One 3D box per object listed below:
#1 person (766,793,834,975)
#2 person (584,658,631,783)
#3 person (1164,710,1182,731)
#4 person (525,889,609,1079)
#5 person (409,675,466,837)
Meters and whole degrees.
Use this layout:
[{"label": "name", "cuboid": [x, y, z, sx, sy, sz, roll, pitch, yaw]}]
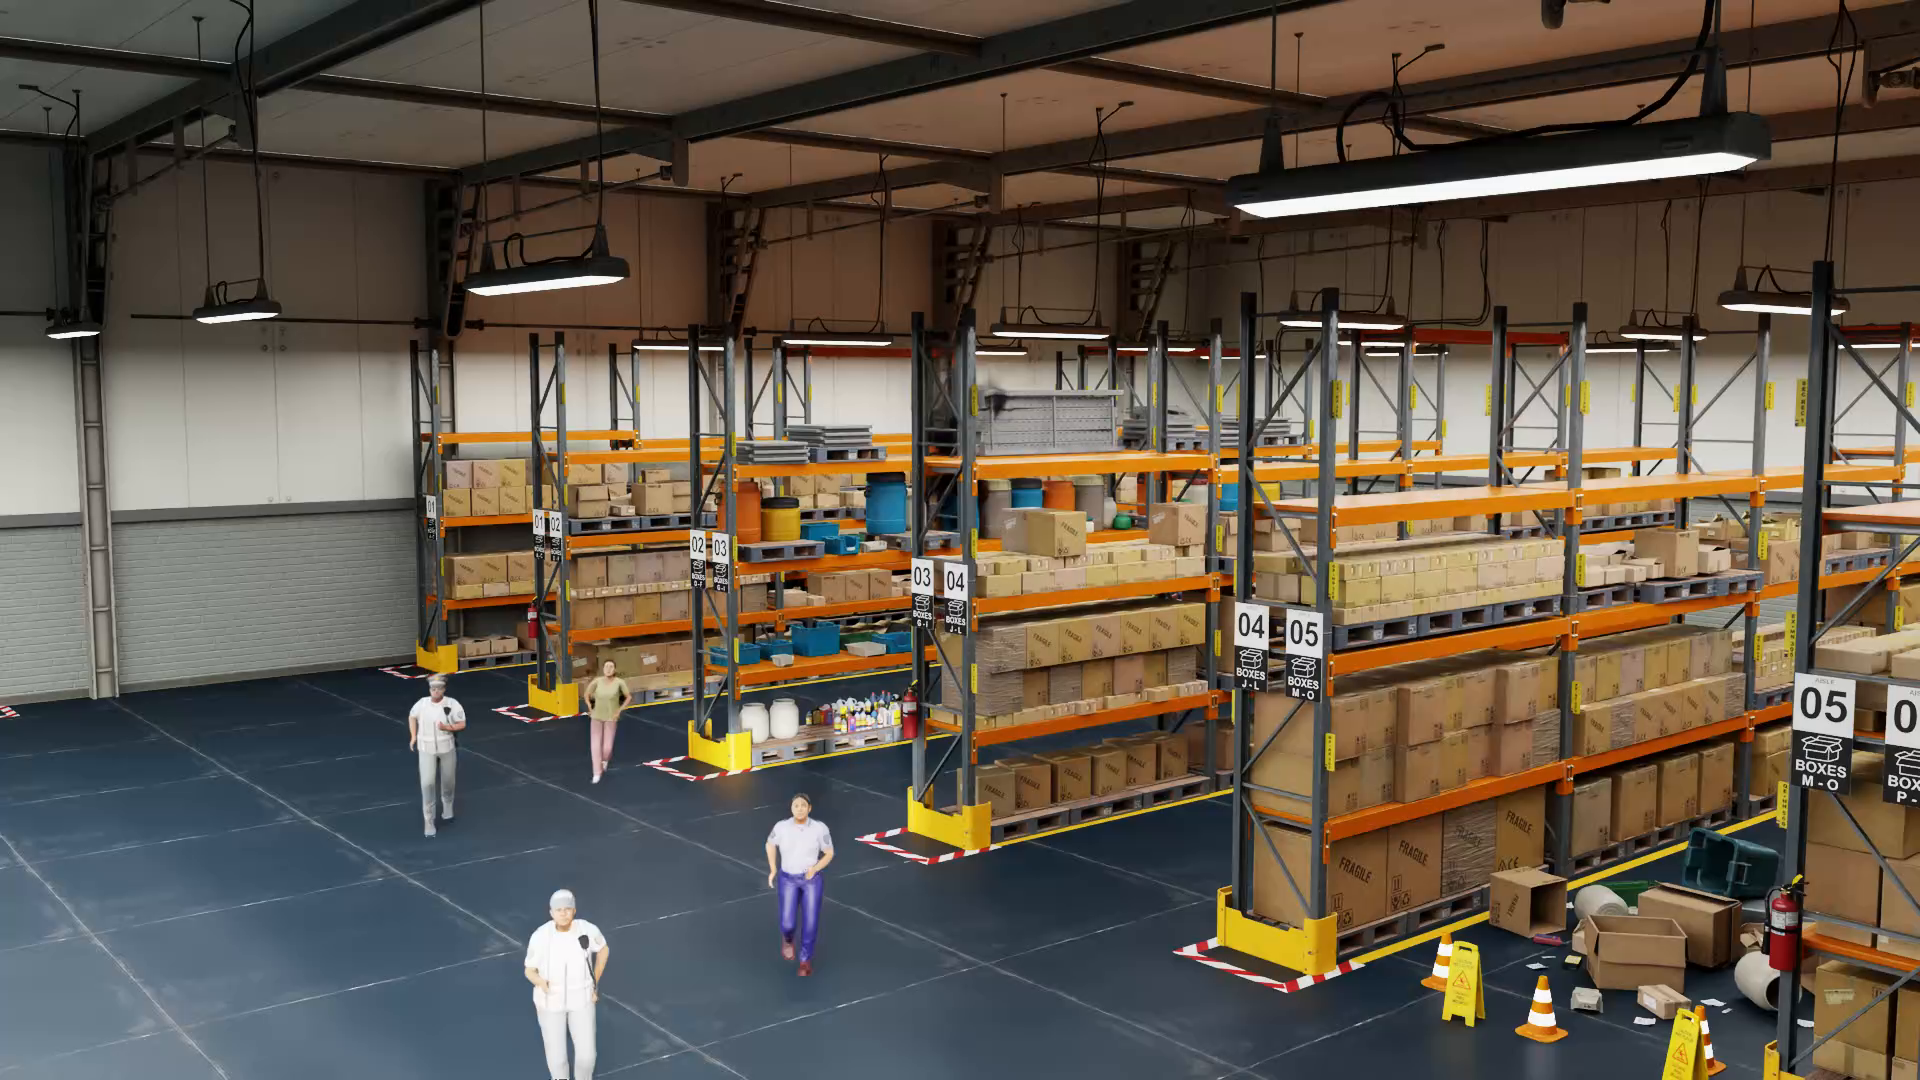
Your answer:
[{"label": "person", "cuboid": [-1.404, 3.024, 14.583, 0.607, 1.607, 0.538, 0, 5, -4]}, {"label": "person", "cuboid": [-4.631, 2.352, 21.856, 0.606, 1.622, 0.596, 0, 5, -3]}, {"label": "person", "cuboid": [3.058, 1.901, 24.286, 0.539, 1.675, 0.890, 4, 7, 38]}, {"label": "person", "cuboid": [-2.750, 3.270, 11.667, 0.582, 1.634, 0.605, -1, 5, -13]}, {"label": "person", "cuboid": [-6.105, 2.479, 19.453, 0.640, 1.839, 0.837, -2, 6, -17]}]
